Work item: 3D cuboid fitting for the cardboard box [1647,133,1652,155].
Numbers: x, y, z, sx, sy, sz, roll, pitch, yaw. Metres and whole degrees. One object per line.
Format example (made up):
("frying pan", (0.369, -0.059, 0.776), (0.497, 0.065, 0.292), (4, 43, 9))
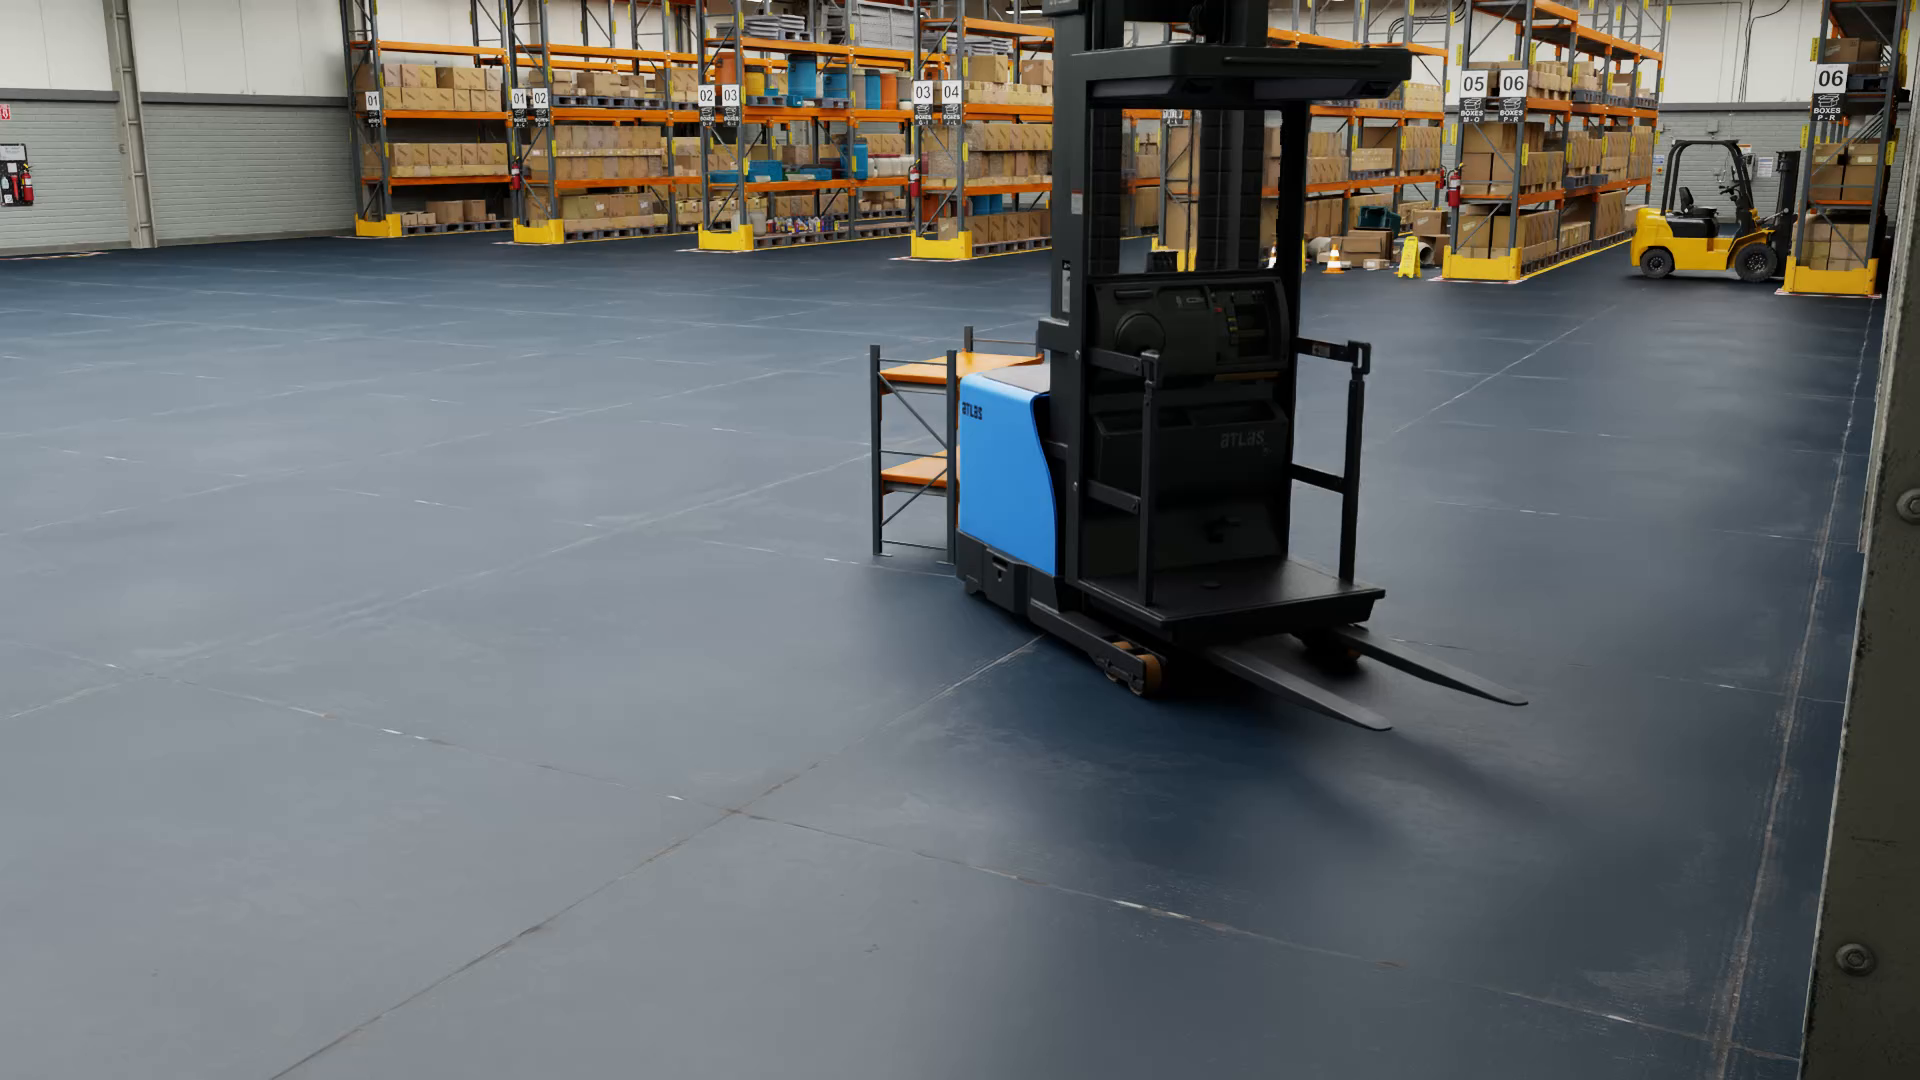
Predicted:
("cardboard box", (15.774, -9.209, 38.682), (0.500, 0.500, 0.500), (7, 15, 28))

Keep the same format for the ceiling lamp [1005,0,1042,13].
("ceiling lamp", (2.166, -17.178, 48.825), (2.000, 3.185, 0.800), (7, 15, 28))

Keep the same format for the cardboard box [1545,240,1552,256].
("cardboard box", (9.926, -5.055, 28.765), (0.500, 0.250, 0.500), (7, 15, 27))

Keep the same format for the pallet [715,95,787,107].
("pallet", (-4.234, -8.838, 33.489), (1.003, 0.211, 1.213), (7, 15, 28))

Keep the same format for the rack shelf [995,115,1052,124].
("rack shelf", (2.048, -11.293, 44.807), (1.077, 0.370, 4.000), (7, 15, 28))

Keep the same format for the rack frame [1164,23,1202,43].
("rack frame", (3.909, -9.085, 27.712), (1.000, 3.000, 0.127), (7, 15, 28))

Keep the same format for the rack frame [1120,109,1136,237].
("rack frame", (3.483, -8.393, 37.640), (1.000, 3.000, 0.127), (7, 15, 28))

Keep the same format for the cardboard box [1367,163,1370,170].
("cardboard box", (8.809, -8.233, 36.619), (0.380, 0.149, 0.250), (8, 16, 29))

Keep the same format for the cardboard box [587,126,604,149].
("cardboard box", (-8.299, -8.871, 36.643), (0.700, 0.500, 0.500), (7, 15, 28))

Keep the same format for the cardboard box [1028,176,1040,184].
("cardboard box", (1.377, -7.214, 33.287), (0.380, 0.149, 0.250), (7, 15, 28))

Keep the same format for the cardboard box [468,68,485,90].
("cardboard box", (-11.721, -11.010, 39.709), (0.500, 0.500, 0.500), (8, 16, 31))

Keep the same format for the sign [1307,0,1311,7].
("sign", (7.297, -11.278, 34.648), (0.100, 0.325, 0.005), (7, 15, 28))

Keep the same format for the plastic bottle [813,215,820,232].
("plastic bottle", (-3.094, -6.789, 35.701), (0.144, 0.351, 0.185), (7, 15, 28))

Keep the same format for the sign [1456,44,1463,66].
("sign", (7.815, -7.584, 25.998), (0.100, 0.325, 0.005), (7, 15, 28))

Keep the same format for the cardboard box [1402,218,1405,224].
("cardboard box", (10.296, -7.542, 39.298), (0.380, 0.149, 0.250), (8, 16, 30))

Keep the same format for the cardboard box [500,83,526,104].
("cardboard box", (-11.124, -11.070, 41.235), (0.500, 0.500, 0.500), (10, 17, 36))

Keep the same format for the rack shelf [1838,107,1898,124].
("rack shelf", (17.472, -8.227, 32.088), (1.077, 0.370, 4.000), (7, 15, 28))

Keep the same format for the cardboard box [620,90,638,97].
("cardboard box", (-7.464, -10.025, 37.352), (0.380, 0.149, 0.250), (7, 15, 28))

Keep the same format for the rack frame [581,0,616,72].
("rack frame", (-9.525, -12.993, 43.921), (1.000, 3.000, 0.127), (7, 15, 28))

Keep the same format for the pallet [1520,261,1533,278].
("pallet", (8.751, -4.451, 27.241), (1.003, 0.211, 1.213), (7, 15, 28))

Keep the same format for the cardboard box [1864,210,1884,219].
("cardboard box", (17.182, -6.136, 31.332), (0.380, 0.149, 0.250), (8, 16, 30))

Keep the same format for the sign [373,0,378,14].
("sign", (-12.917, -11.782, 36.739), (0.100, 0.325, 0.005), (7, 15, 28))

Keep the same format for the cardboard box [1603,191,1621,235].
("cardboard box", (13.433, -6.939, 35.249), (0.875, 0.875, 0.875), (8, 16, 30))

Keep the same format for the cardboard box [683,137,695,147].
("cardboard box", (-7.849, -11.236, 46.943), (0.500, 0.250, 0.500), (8, 16, 29))

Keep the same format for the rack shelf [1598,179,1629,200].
("rack shelf", (13.125, -7.330, 34.769), (1.077, 0.370, 4.000), (7, 15, 28))

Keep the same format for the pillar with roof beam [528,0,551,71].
("pillar with roof beam", (-7.142, -12.336, 41.198), (9.100, 9.000, 0.400), (7, 15, 28))

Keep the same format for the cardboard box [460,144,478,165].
("cardboard box", (-11.906, -9.220, 39.749), (0.500, 0.500, 0.500), (7, 15, 26))

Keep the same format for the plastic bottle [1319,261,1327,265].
("plastic bottle", (6.425, -4.906, 29.446), (0.133, 0.061, 0.283), (2, 14, 9))

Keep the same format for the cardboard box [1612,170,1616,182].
("cardboard box", (13.342, -7.585, 34.610), (0.500, 0.250, 0.500), (7, 15, 28))

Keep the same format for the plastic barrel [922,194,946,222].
("plastic barrel", (-0.631, -8.205, 40.598), (0.600, 0.830, 0.708), (7, 15, 28))

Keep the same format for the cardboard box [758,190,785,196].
("cardboard box", (-4.917, -9.110, 43.409), (0.500, 0.250, 0.500), (8, 16, 30))

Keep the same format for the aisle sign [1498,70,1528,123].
("aisle sign", (8.532, -6.845, 25.672), (0.394, 0.787, 0.004), (7, 15, 28))

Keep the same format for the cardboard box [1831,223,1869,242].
("cardboard box", (13.036, -4.498, 24.321), (0.500, 0.250, 0.500), (7, 15, 27))

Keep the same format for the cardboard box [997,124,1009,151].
("cardboard box", (0.609, -7.717, 31.857), (0.500, 0.500, 0.500), (7, 15, 28))

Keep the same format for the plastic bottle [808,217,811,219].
("plastic bottle", (-3.324, -7.005, 36.767), (0.097, 0.271, 0.097), (0, 14, 0))

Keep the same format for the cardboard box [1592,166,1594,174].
("cardboard box", (11.928, -7.087, 31.866), (0.380, 0.149, 0.250), (7, 15, 25))

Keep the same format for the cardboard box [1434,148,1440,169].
("cardboard box", (11.652, -9.523, 41.482), (0.500, 0.500, 0.500), (8, 16, 29))

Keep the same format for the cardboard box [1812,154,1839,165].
("cardboard box", (12.560, -5.534, 24.185), (0.380, 0.149, 0.250), (8, 16, 29))

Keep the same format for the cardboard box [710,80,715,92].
("cardboard box", (-7.001, -13.014, 48.020), (0.500, 0.500, 0.500), (7, 15, 28))

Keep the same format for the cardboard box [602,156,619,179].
("cardboard box", (-8.071, -8.335, 37.189), (0.700, 0.500, 0.500), (8, 16, 30))

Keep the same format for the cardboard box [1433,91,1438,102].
("cardboard box", (11.398, -10.851, 40.692), (0.500, 0.250, 0.500), (7, 15, 27))

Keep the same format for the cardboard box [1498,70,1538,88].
("cardboard box", (8.767, -7.231, 26.109), (0.500, 0.250, 0.500), (7, 15, 27))

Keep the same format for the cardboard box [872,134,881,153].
("cardboard box", (-2.530, -11.042, 46.282), (0.500, 0.500, 0.500), (7, 15, 26))

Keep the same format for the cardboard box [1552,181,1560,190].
("cardboard box", (10.222, -6.175, 28.976), (0.380, 0.149, 0.250), (8, 16, 29))

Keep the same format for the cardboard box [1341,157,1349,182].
("cardboard box", (7.794, -7.736, 34.702), (0.500, 0.500, 0.500), (7, 15, 28))

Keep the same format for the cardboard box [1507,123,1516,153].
("cardboard box", (8.598, -6.540, 26.976), (0.700, 0.500, 0.500), (8, 15, 29))

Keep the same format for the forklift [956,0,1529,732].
("forklift", (1.069, -0.920, 6.790), (1.130, 2.935, 3.031), (-6, 15, -25))

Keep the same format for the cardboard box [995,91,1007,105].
("cardboard box", (0.562, -8.414, 31.648), (0.500, 0.250, 0.500), (7, 15, 28))

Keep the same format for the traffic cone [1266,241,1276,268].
("traffic cone", (5.409, -4.883, 28.497), (0.336, 0.463, 0.334), (7, 15, 28))

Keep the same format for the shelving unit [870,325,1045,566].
("shelving unit", (0.003, -0.548, 9.102), (0.538, 1.125, 1.048), (7, 15, 28))

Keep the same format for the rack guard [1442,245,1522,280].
("rack guard", (8.328, -4.429, 26.533), (1.175, 0.500, 0.348), (7, 15, 28))
